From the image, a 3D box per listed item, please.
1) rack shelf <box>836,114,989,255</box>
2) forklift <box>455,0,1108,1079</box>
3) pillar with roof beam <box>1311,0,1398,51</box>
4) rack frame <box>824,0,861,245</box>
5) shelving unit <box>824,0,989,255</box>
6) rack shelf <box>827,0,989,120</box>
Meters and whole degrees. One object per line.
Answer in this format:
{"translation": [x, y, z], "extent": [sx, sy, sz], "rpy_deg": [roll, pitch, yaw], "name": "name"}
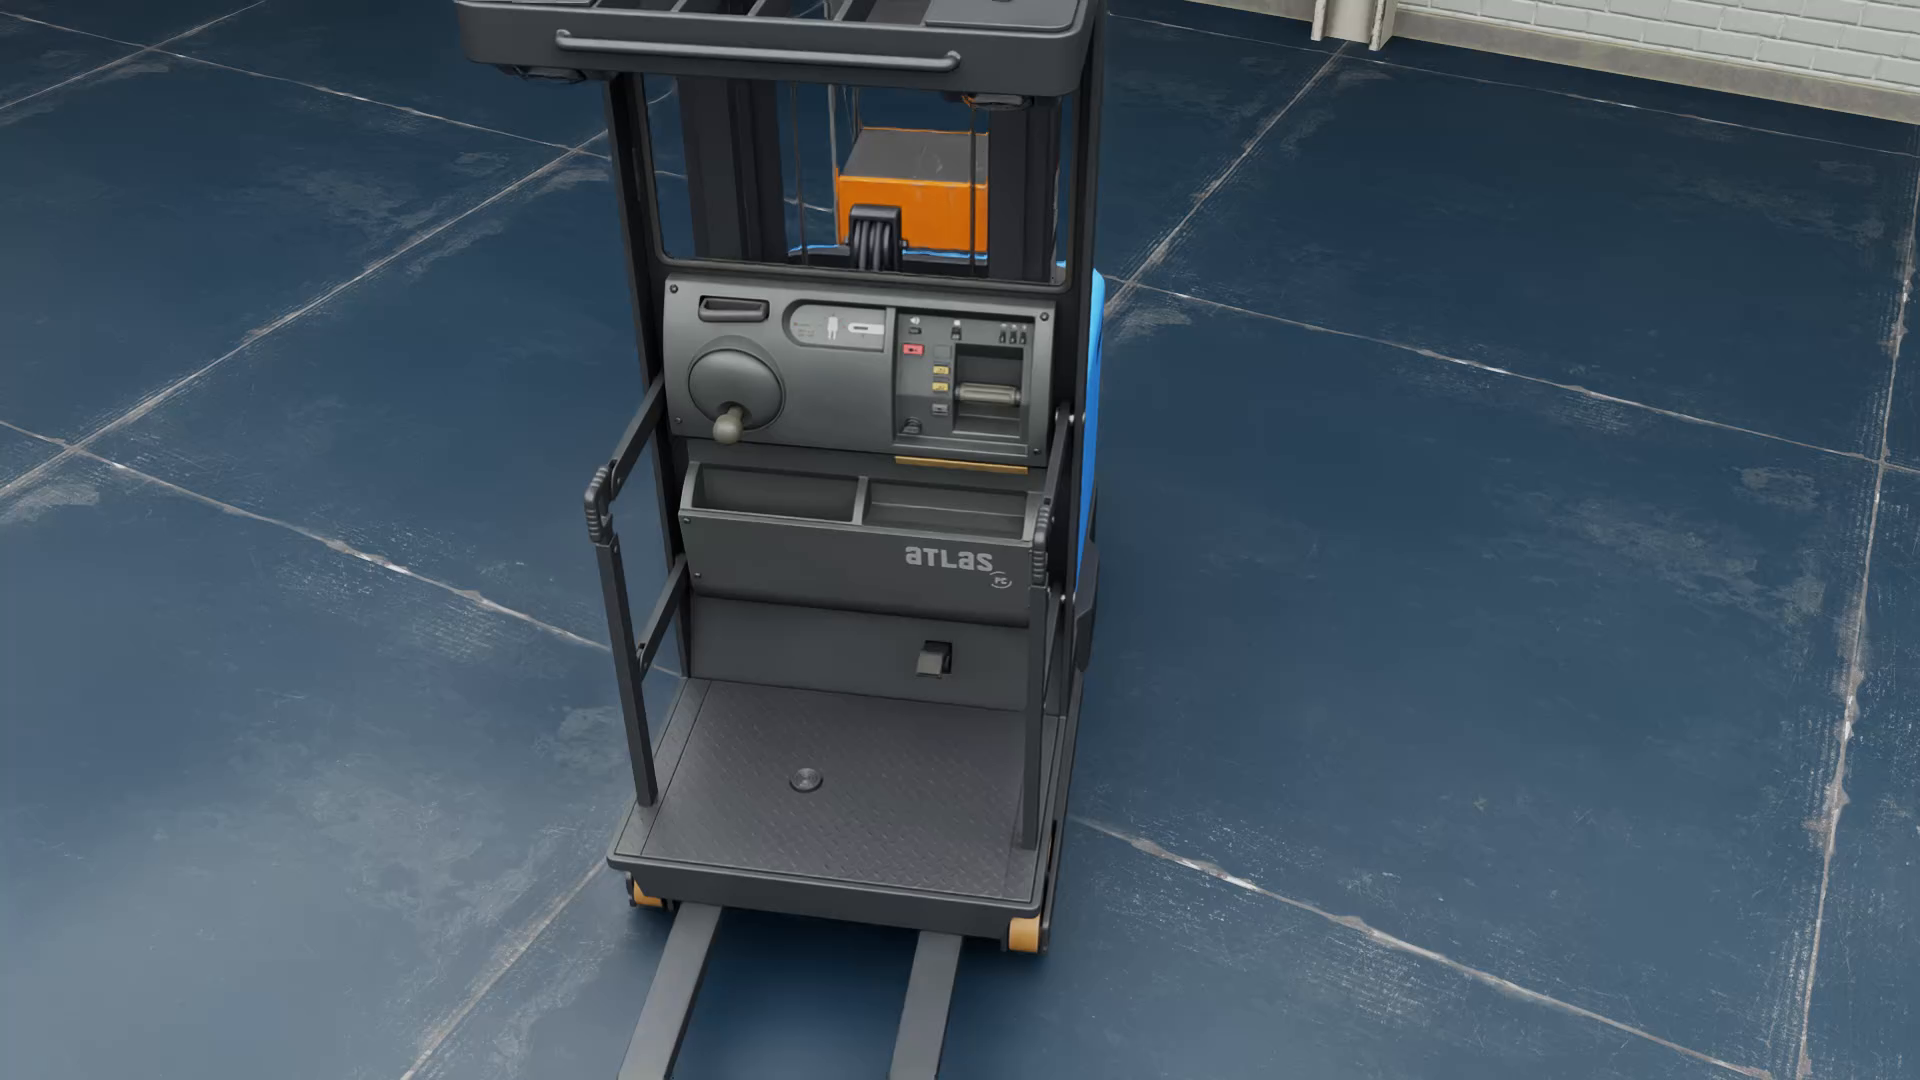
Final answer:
{"translation": [-0.118, -1.045, 5.413], "extent": [0.480, 0.518, 0.431], "rpy_deg": [5, 37, 6], "name": "rack shelf"}
{"translation": [-0.275, -0.328, 3.759], "extent": [1.130, 2.935, 3.031], "rpy_deg": [5, 38, 7], "name": "forklift"}
{"translation": [0.275, -4.172, 3.803], "extent": [0.400, 9.000, 9.100], "rpy_deg": [17, 41, 21], "name": "pillar with roof beam"}
{"translation": [-0.359, -1.076, 5.431], "extent": [0.015, 2.100, 0.400], "rpy_deg": [5, 37, 6], "name": "rack frame"}
{"translation": [-0.118, -1.056, 5.404], "extent": [0.503, 2.100, 0.431], "rpy_deg": [5, 37, 6], "name": "shelving unit"}
{"translation": [-0.118, -1.603, 4.989], "extent": [0.480, 0.518, 0.431], "rpy_deg": [5, 37, 6], "name": "rack shelf"}
